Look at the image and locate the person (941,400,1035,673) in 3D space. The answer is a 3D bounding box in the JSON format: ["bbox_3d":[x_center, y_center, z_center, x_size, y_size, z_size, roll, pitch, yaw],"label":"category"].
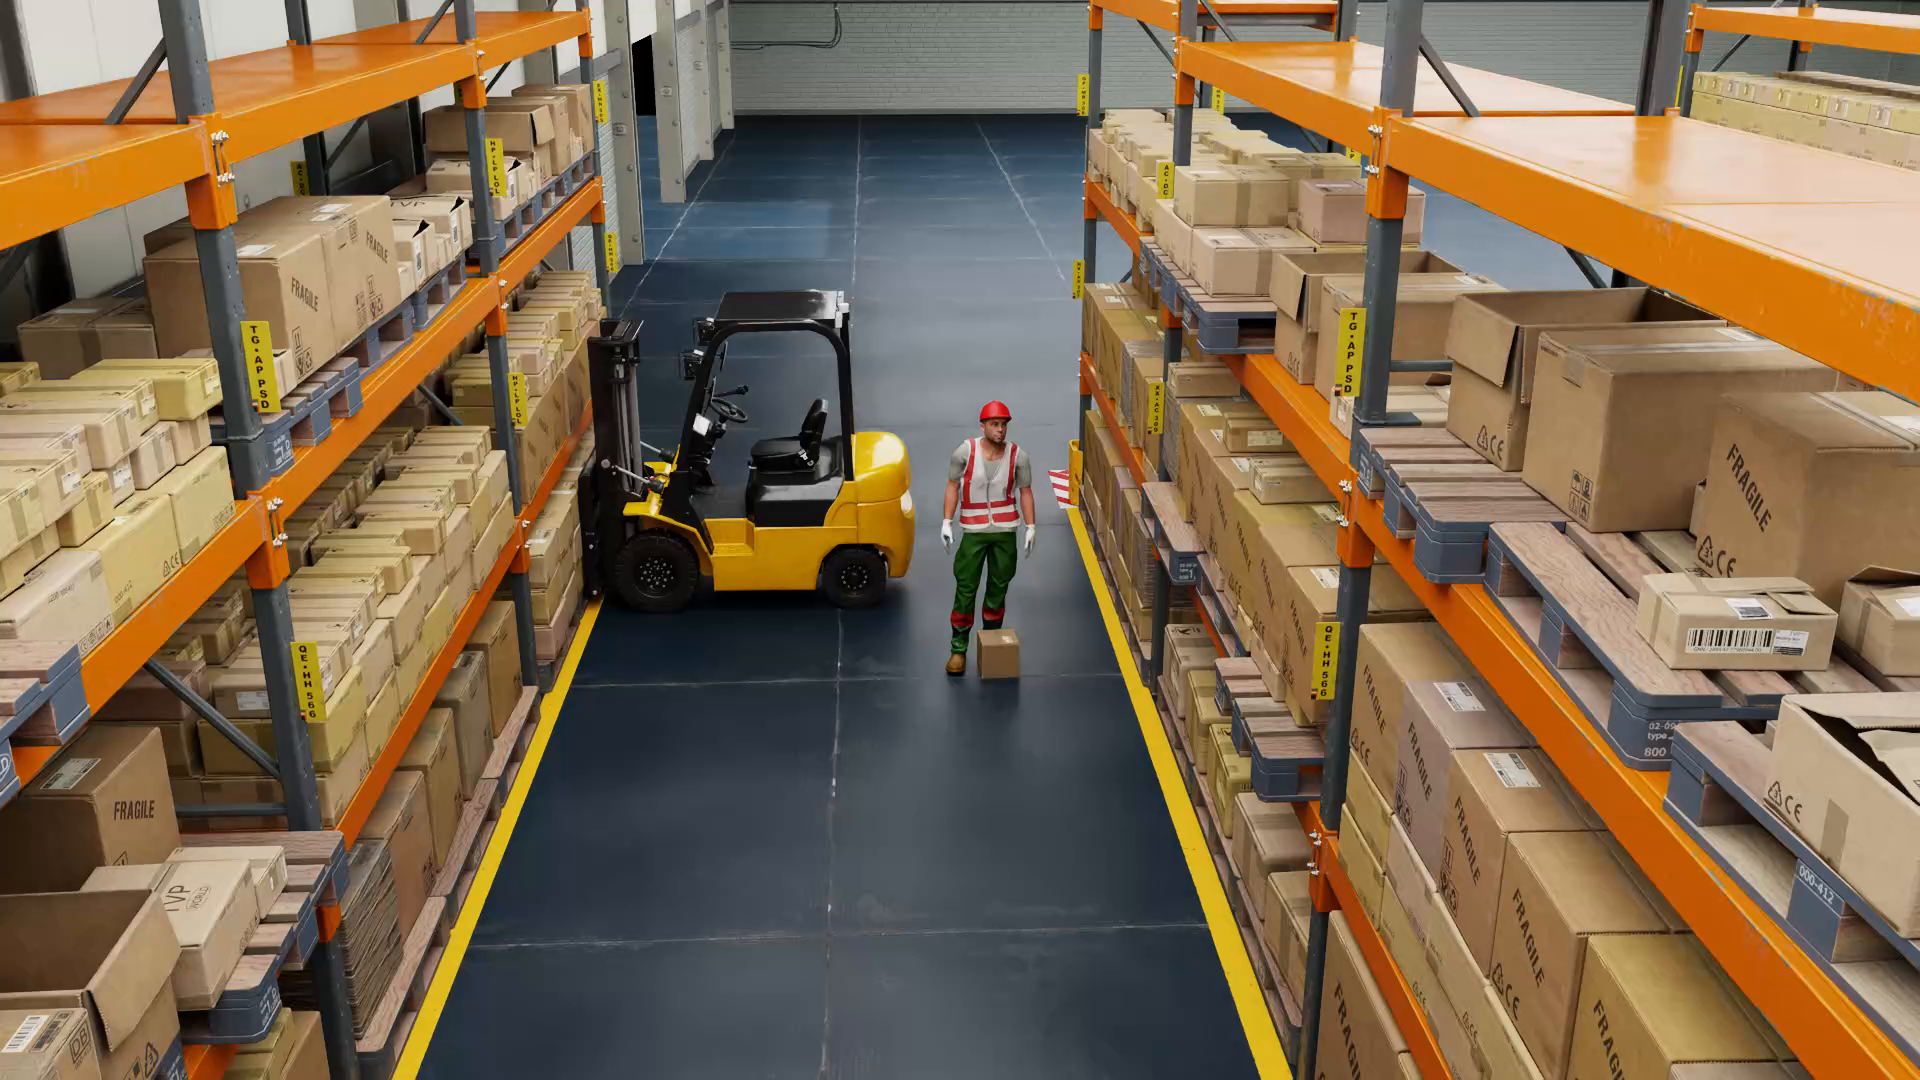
[{"bbox_3d":[0.194,-0.029,11.090,0.638,1.789,0.561,-2,20,-5],"label":"person"}]
